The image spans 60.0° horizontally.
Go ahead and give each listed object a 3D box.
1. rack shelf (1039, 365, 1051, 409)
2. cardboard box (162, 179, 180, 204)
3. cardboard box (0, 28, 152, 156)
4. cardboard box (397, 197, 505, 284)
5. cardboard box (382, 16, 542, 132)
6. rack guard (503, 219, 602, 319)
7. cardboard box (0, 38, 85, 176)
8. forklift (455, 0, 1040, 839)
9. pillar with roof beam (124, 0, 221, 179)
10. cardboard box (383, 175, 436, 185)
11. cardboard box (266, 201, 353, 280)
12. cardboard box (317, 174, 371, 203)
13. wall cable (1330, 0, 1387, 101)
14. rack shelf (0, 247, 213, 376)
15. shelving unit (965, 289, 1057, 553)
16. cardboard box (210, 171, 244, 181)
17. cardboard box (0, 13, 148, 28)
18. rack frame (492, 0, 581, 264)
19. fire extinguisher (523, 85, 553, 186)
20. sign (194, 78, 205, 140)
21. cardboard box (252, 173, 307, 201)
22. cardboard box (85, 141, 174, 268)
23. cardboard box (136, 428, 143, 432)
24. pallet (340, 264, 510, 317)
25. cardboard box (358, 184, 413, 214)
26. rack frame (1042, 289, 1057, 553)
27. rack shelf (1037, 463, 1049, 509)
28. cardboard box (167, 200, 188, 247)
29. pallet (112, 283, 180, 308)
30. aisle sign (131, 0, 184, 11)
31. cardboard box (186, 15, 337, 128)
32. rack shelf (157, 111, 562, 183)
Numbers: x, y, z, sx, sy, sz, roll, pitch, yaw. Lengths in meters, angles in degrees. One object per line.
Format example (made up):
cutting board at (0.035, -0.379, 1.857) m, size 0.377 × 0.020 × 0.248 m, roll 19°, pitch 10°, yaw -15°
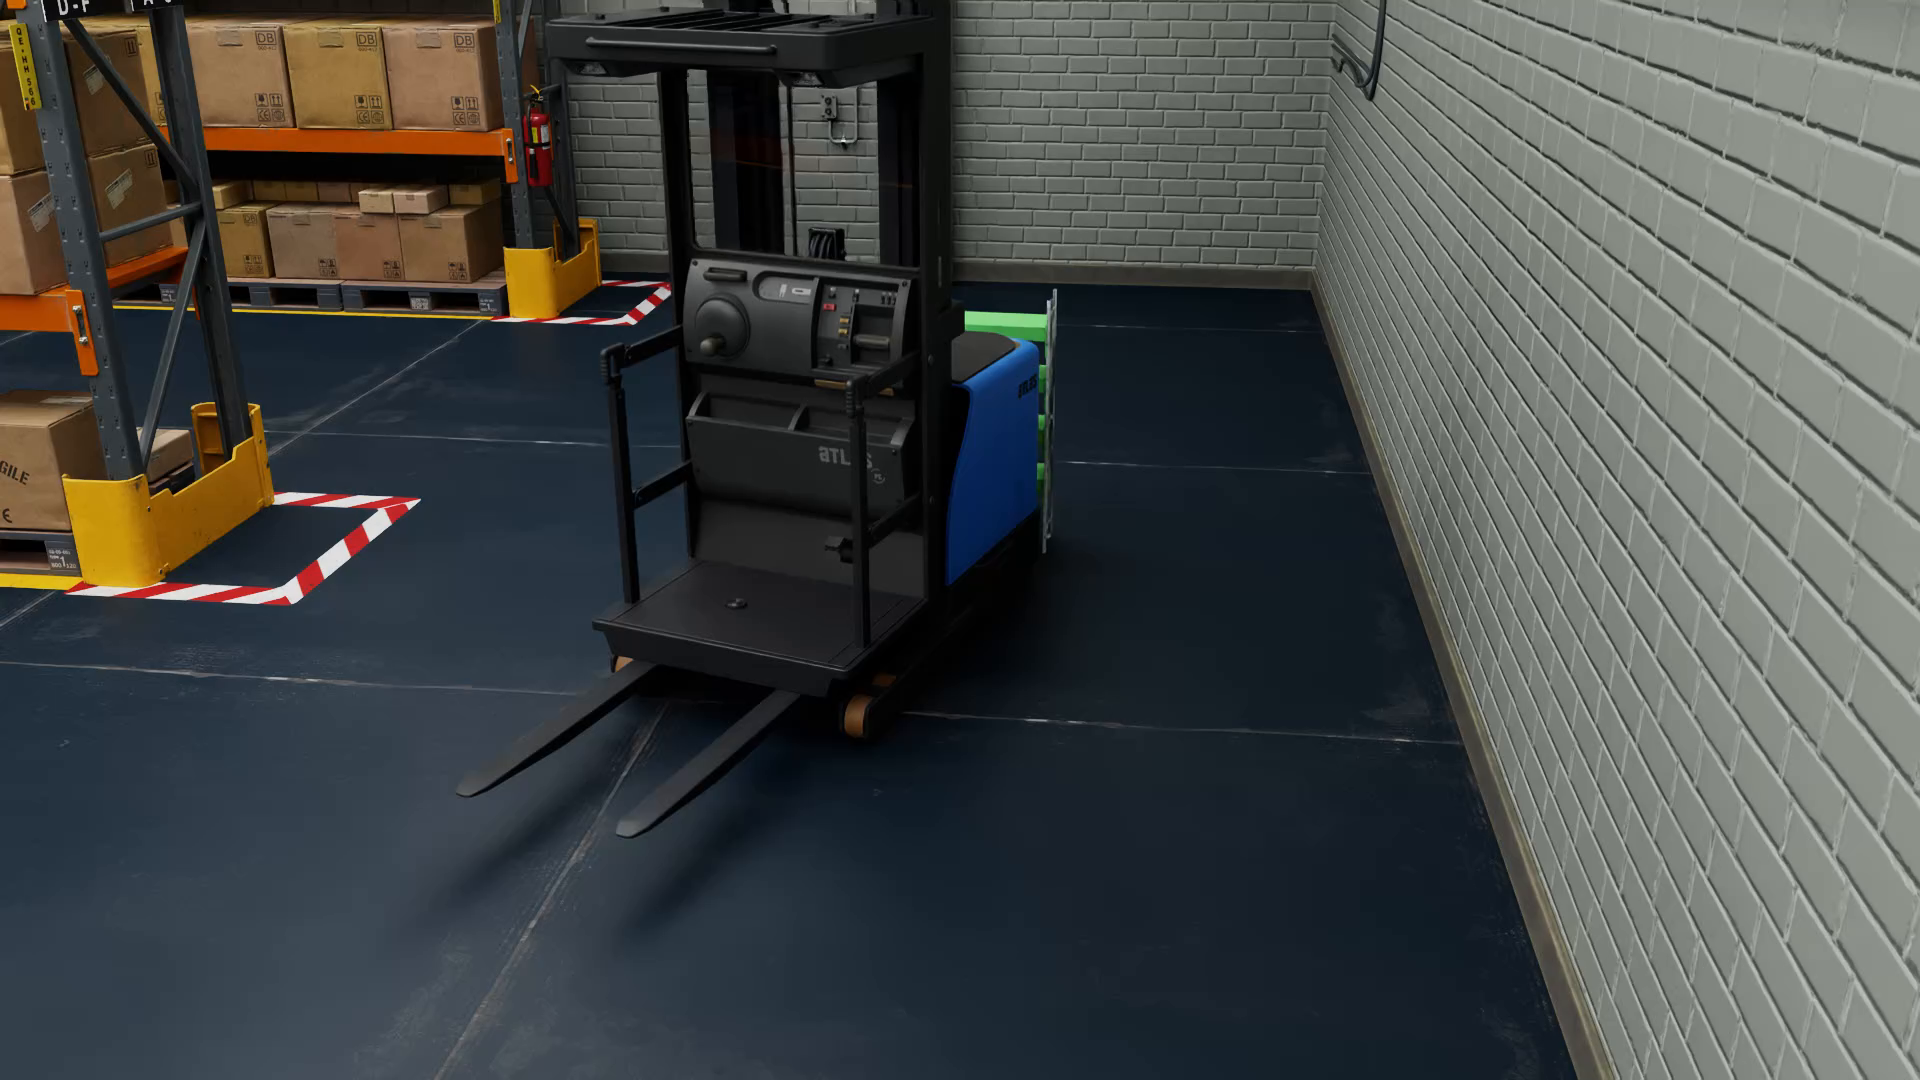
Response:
rack shelf at (0.173, -0.719, 7.648) m, size 0.480 × 0.148 × 0.258 m, roll 4°, pitch 22°, yaw 9°
cardboard box at (-5.974, -2.562, 12.286) m, size 0.250 × 0.149 × 0.380 m, roll 3°, pitch 22°, yaw 8°
cardboard box at (-4.039, -2.024, 7.482) m, size 0.500 × 0.500 × 0.500 m, roll 3°, pitch 22°, yaw 8°
cardboard box at (-3.757, -2.232, 12.334) m, size 0.500 × 0.500 × 0.700 m, roll 2°, pitch 22°, yaw 6°
cardboard box at (-3.558, -3.363, 11.959) m, size 0.700 × 0.700 × 0.980 m, roll 3°, pitch 22°, yaw 9°
rack guard at (-3.027, -2.042, 12.425) m, size 0.348 × 0.500 × 1.175 m, roll 2°, pitch 22°, yaw 6°
cardboard box at (-4.104, -1.827, 6.985) m, size 0.500 × 0.500 × 0.500 m, roll 2°, pitch 22°, yaw 6°
forklift at (-0.697, -0.811, 6.004) m, size 1.130 × 2.935 × 3.031 m, roll 9°, pitch 23°, yaw 22°
pillar with roof beam at (-6.732, -4.882, 8.049) m, size 0.400 × 9.000 × 9.100 m, roll 2°, pitch 22°, yaw 6°
cardboard box at (-4.113, -2.623, 12.441) m, size 0.250 × 0.149 × 0.380 m, roll 3°, pitch 22°, yaw 6°
cardboard box at (-4.754, -2.275, 12.443) m, size 0.500 × 0.500 × 0.700 m, roll 2°, pitch 22°, yaw 5°
cardboard box at (-4.614, -2.645, 12.496) m, size 0.250 × 0.149 × 0.380 m, roll 3°, pitch 22°, yaw 7°
wall cable at (2.524, -4.176, 10.487) m, size 0.112 × 2.526 × 3.097 m, roll 2°, pitch 22°, yaw 6°
rack shelf at (-5.616, -1.149, 7.744) m, size 4.000 × 0.370 × 1.077 m, roll 2°, pitch 22°, yaw 6°
shelving unit at (0.173, -0.555, 7.713) m, size 0.503 × 1.200 × 0.258 m, roll 4°, pitch 22°, yaw 9°
cardboard box at (-5.628, -2.689, 12.607) m, size 0.250 × 0.149 × 0.380 m, roll 2°, pitch 22°, yaw 5°
cardboard box at (-6.486, -3.488, 12.276) m, size 0.700 × 0.700 × 0.980 m, roll 3°, pitch 22°, yaw 7°
rack frame at (-3.051, -3.205, 11.968) m, size 0.127 × 3.000 × 1.000 m, roll 2°, pitch 22°, yaw 6°
fire extinguisher at (-2.955, -2.821, 11.608) m, size 0.183 × 0.674 × 0.296 m, roll 2°, pitch 22°, yaw 6°
sign at (-3.566, -1.997, 7.734) m, size 0.005 × 0.325 × 0.100 m, roll 2°, pitch 22°, yaw 6°
cardboard box at (-5.120, -2.667, 12.551) m, size 0.250 × 0.149 × 0.380 m, roll 2°, pitch 22°, yaw 5°
cardboard box at (-4.039, -1.559, 7.666) m, size 0.500 × 0.500 × 0.500 m, roll 3°, pitch 22°, yaw 7°
cardboard box at (-4.253, -0.438, 8.223) m, size 0.250 × 0.166 × 0.380 m, roll 2°, pitch 22°, yaw 6°
pallet at (-3.854, -1.915, 12.496) m, size 1.213 × 0.211 × 1.003 m, roll 2°, pitch 22°, yaw 6°
cardboard box at (-4.160, -2.483, 12.088) m, size 0.250 × 0.149 × 0.380 m, roll 3°, pitch 22°, yaw 8°
rack frame at (0.413, -0.540, 7.674) m, size 0.015 × 1.200 × 0.240 m, roll 4°, pitch 22°, yaw 9°
rack shelf at (0.173, -0.273, 7.824) m, size 0.480 × 0.148 × 0.258 m, roll 4°, pitch 22°, yaw 9°
cardboard box at (-5.794, -2.319, 12.553) m, size 0.500 × 0.500 × 0.700 m, roll 2°, pitch 22°, yaw 6°
pallet at (-6.277, -2.020, 12.763) m, size 1.213 × 0.211 × 1.003 m, roll 2°, pitch 22°, yaw 6°
aisle sign at (-3.527, -2.710, 7.178) m, size 0.004 × 0.787 × 0.394 m, roll 2°, pitch 22°, yaw 6°
cardboard box at (-5.038, -3.427, 12.120) m, size 0.700 × 0.700 × 0.980 m, roll 1°, pitch 22°, yaw 4°
rack shelf at (-5.037, -2.957, 12.319) m, size 4.000 × 0.370 × 1.077 m, roll 2°, pitch 22°, yaw 6°
